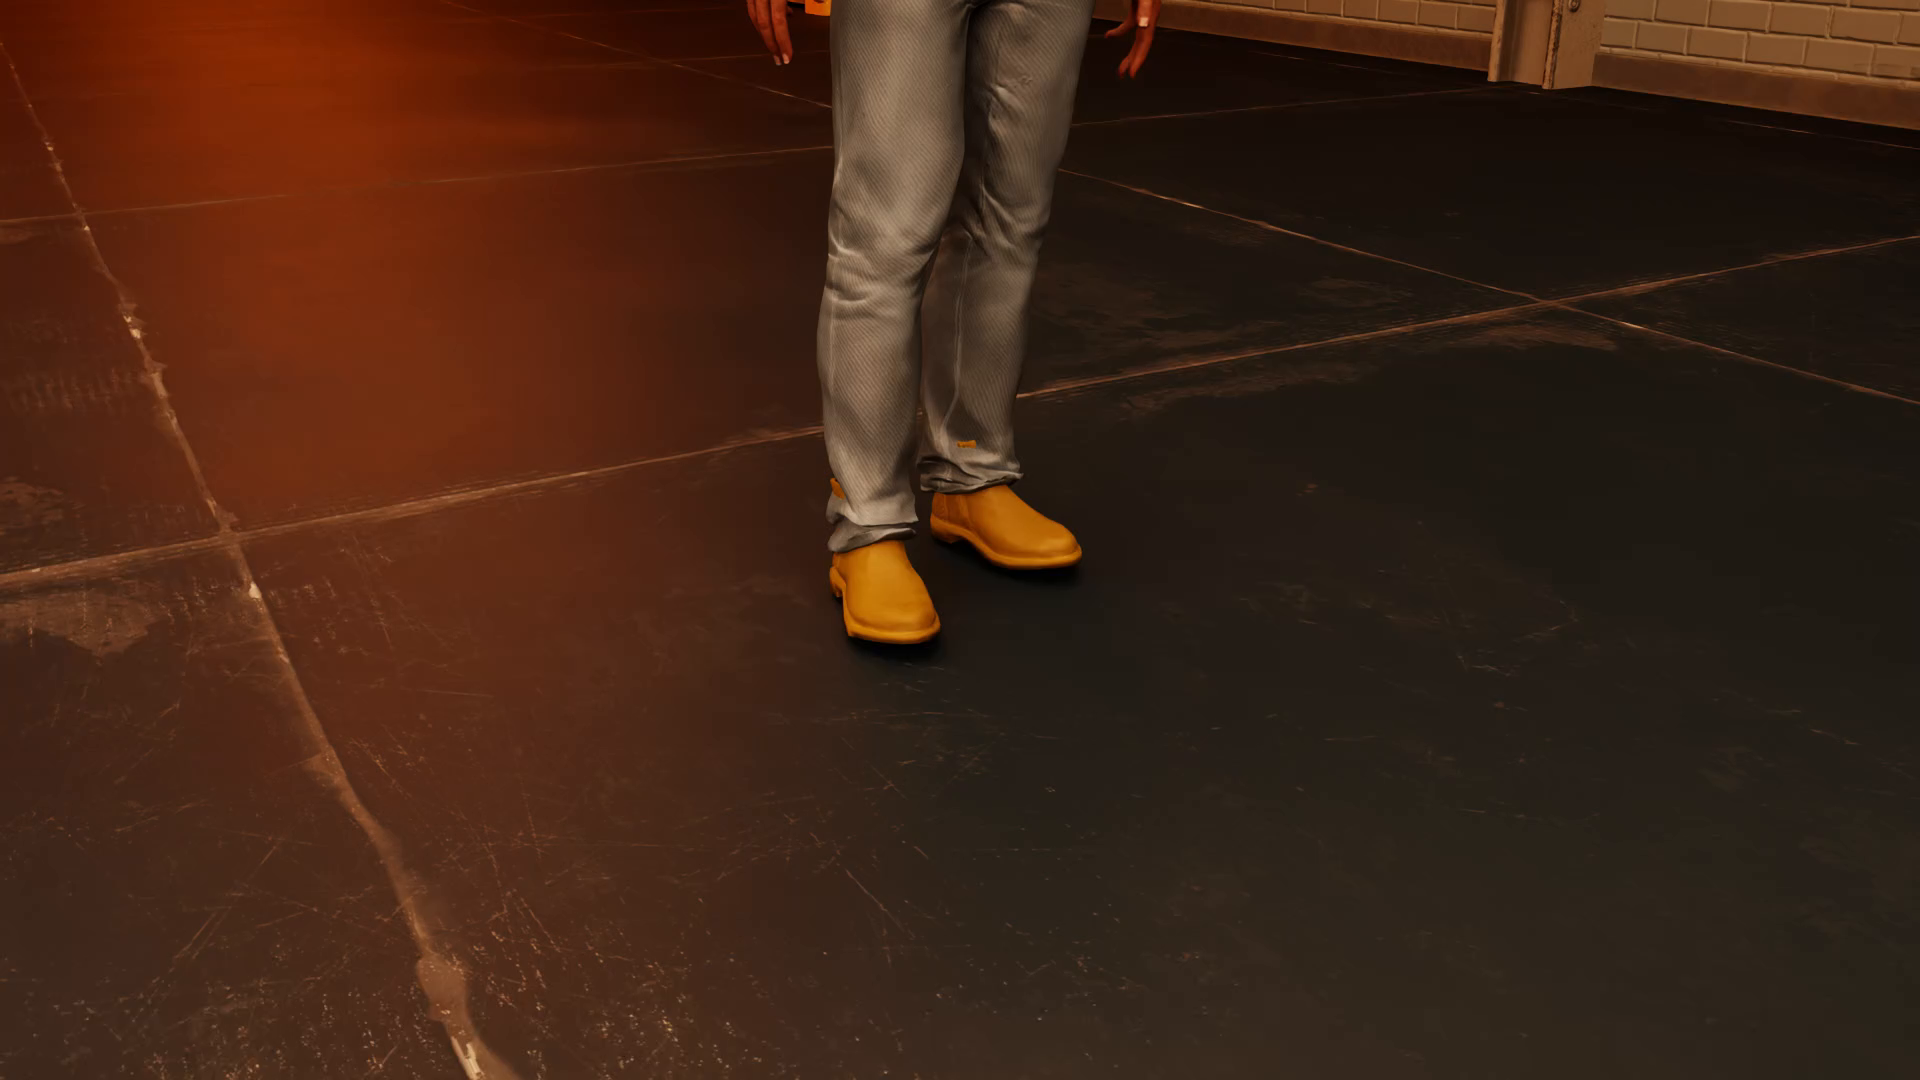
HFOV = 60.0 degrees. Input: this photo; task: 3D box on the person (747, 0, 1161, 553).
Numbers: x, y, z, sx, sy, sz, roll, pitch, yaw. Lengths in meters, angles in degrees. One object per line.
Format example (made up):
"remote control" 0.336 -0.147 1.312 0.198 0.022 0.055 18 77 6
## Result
"person" -0.010 -0.853 2.290 0.665 1.706 0.420 -12 25 -28
